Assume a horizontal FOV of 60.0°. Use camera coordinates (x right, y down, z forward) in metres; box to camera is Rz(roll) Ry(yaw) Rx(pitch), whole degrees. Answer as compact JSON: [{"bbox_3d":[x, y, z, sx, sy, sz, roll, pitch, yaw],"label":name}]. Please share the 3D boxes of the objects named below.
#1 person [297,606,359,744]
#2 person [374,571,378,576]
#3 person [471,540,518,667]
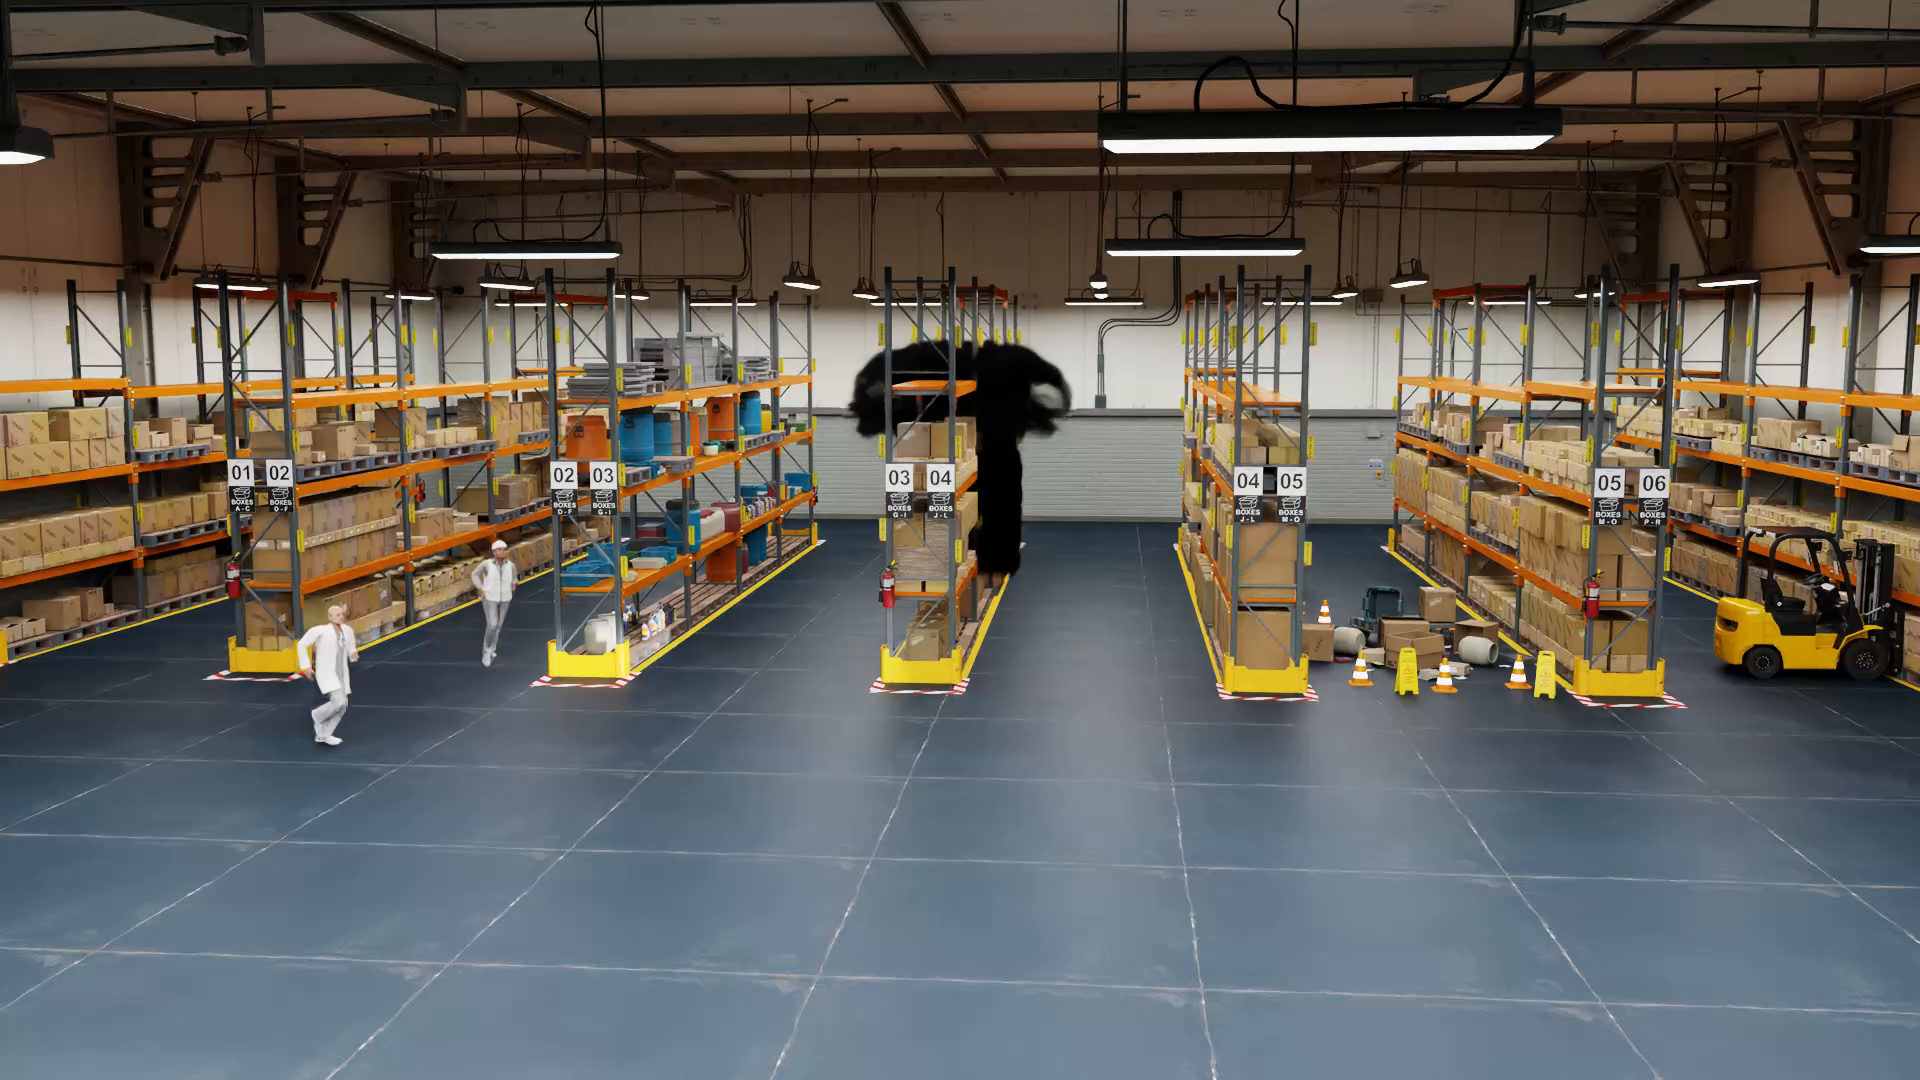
[{"bbox_3d":[-7.679,1.668,20.426,0.673,1.729,0.703,4,8,30],"label":"person"},{"bbox_3d":[-12.232,-0.068,34.725,0.658,1.743,0.632,-1,7,-9],"label":"person"},{"bbox_3d":[-6.787,0.919,24.436,0.644,1.843,0.718,-5,9,-37],"label":"person"}]
